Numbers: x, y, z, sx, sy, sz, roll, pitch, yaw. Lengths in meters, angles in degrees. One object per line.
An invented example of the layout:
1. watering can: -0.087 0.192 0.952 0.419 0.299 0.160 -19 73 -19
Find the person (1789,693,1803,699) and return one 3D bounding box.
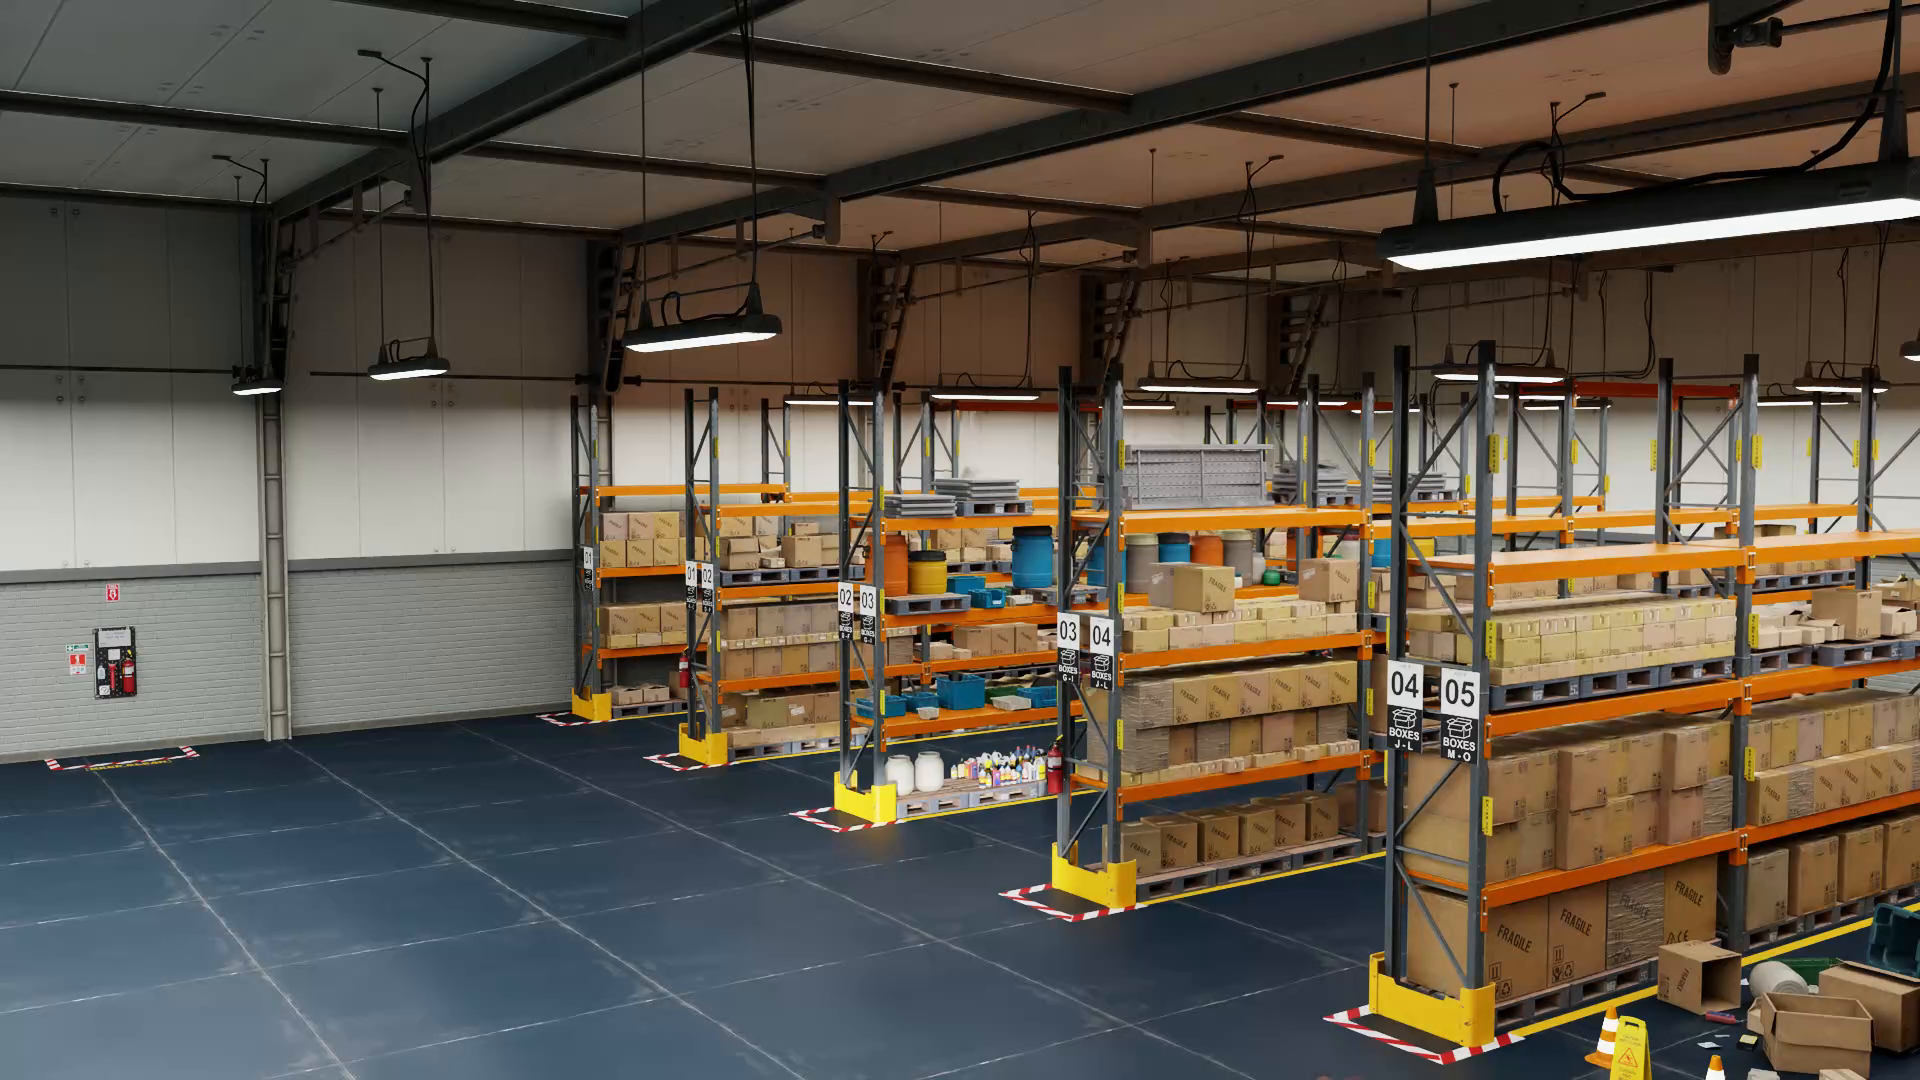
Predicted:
1. person: 11.101 2.951 22.109 0.840 1.856 0.709 -3 4 -37

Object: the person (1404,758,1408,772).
1. person: 6.844 2.873 24.572 0.942 1.580 0.568 -3 4 -36
